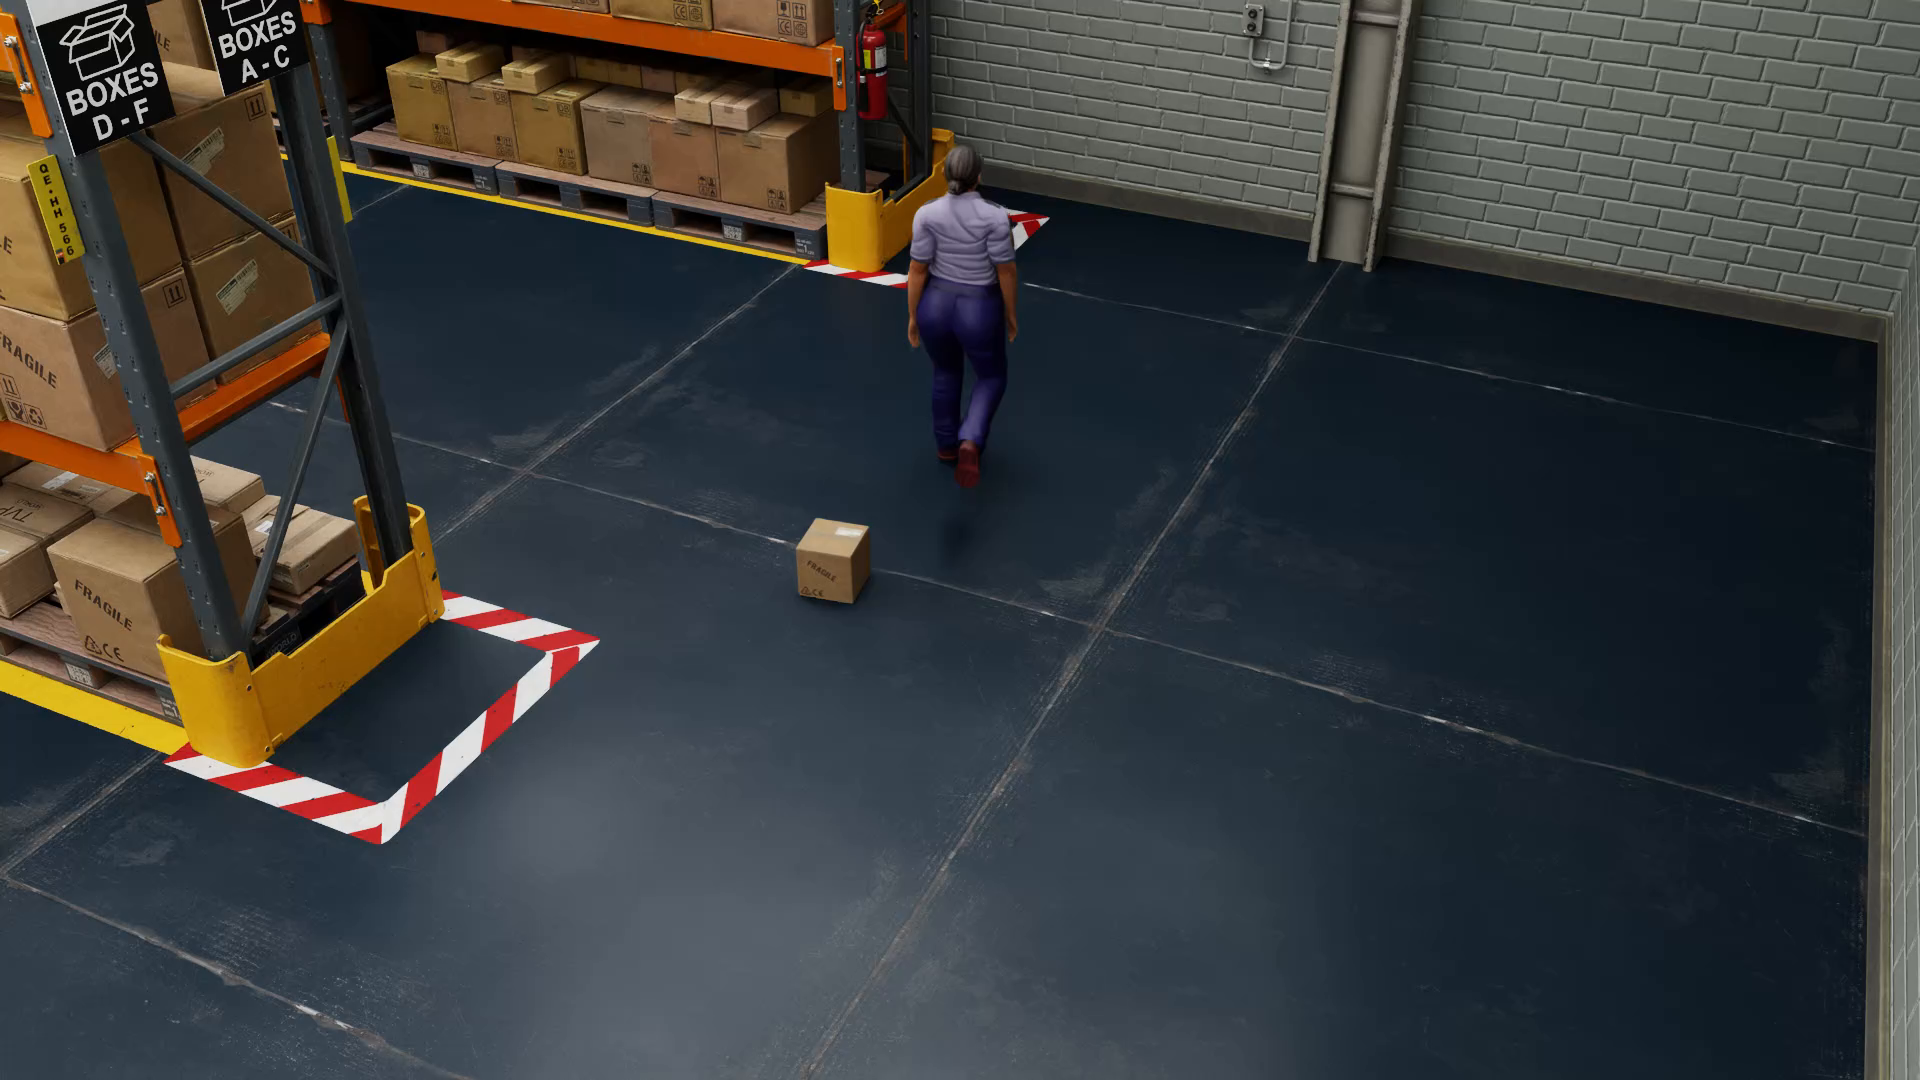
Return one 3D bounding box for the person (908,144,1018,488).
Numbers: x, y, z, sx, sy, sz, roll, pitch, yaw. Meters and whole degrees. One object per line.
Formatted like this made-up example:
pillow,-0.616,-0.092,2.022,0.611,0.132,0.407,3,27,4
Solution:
person,0.005,-1.023,7.662,0.501,1.619,0.671,7,35,10
